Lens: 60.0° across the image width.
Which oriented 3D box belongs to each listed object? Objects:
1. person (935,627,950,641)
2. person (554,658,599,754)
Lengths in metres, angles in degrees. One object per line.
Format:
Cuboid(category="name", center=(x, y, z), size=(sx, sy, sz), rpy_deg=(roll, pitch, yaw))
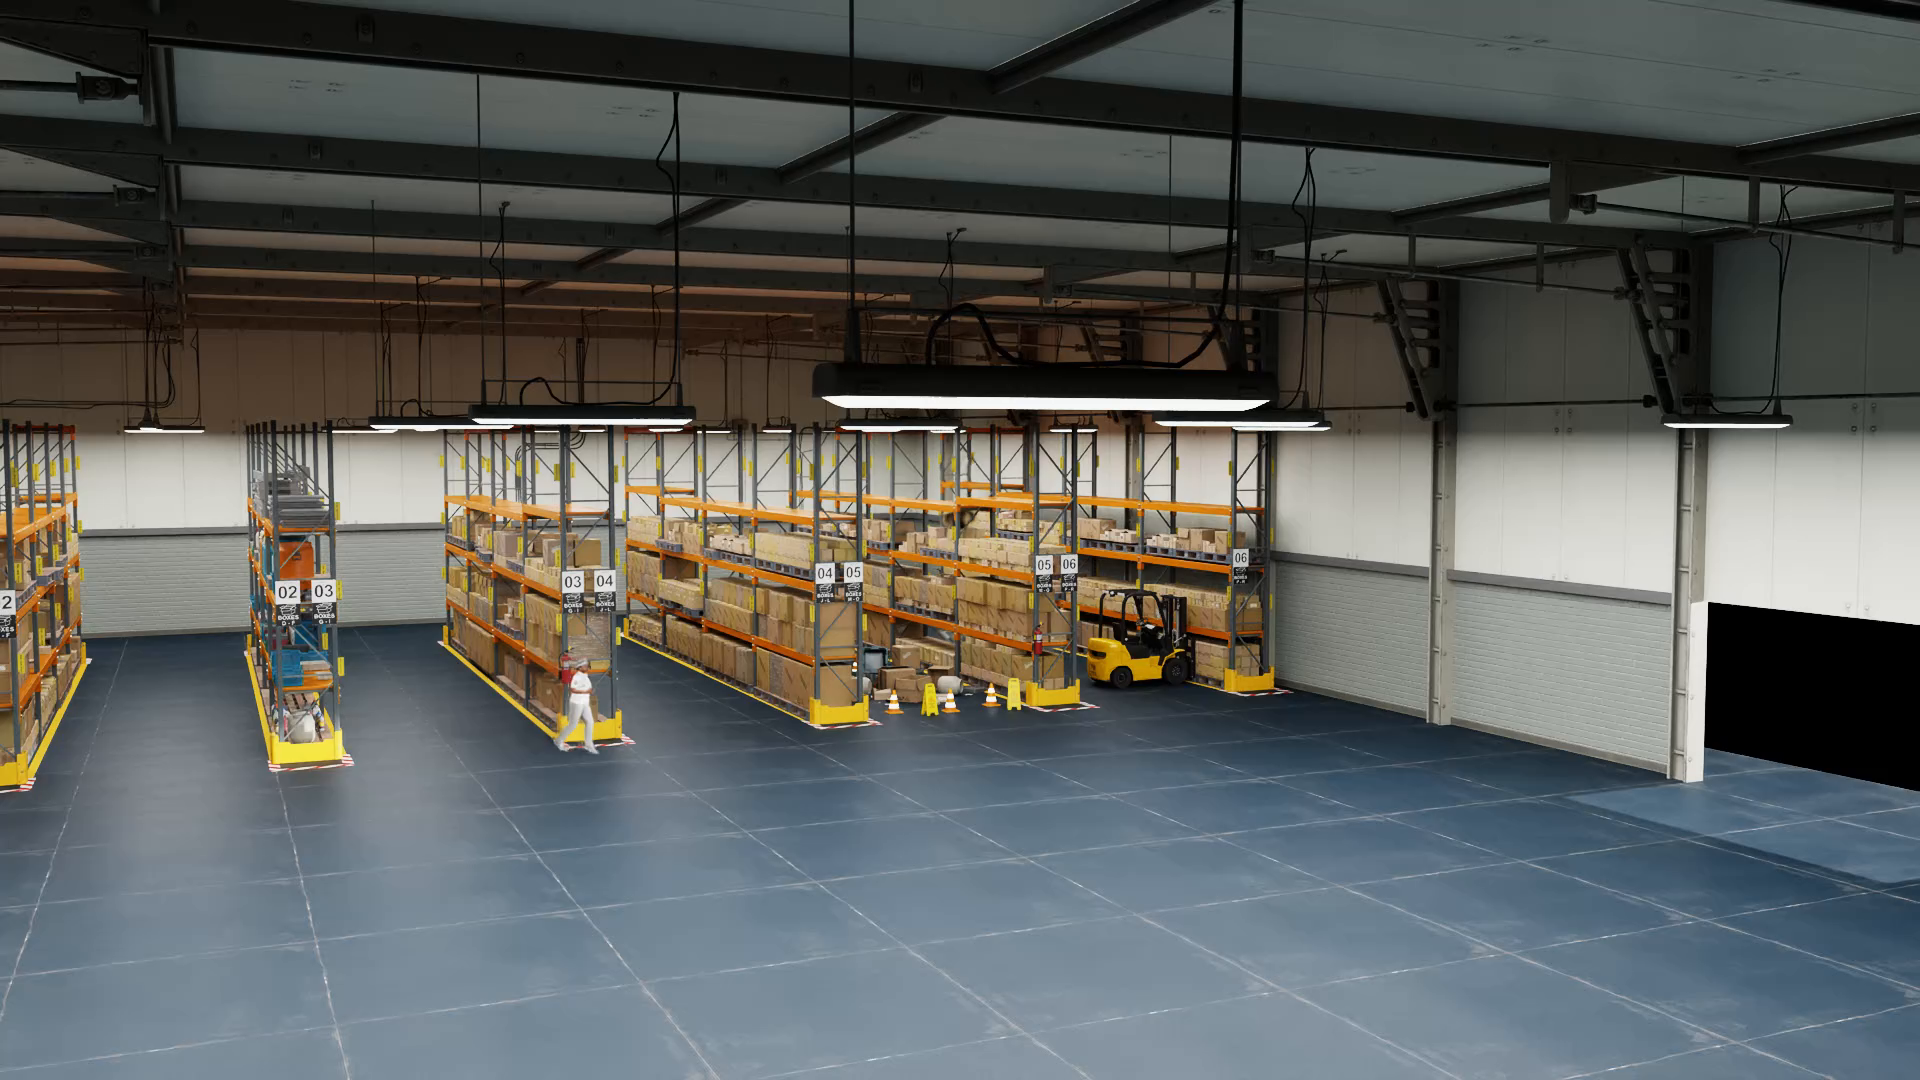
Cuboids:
Cuboid(category="person", center=(-0.427, 2.059, 44.658), size=(0.720, 1.746, 0.910), rpy_deg=(-2, 4, -27))
Cuboid(category="person", center=(-6.903, 2.991, 30.082), size=(0.835, 1.722, 0.570), rpy_deg=(1, 4, 14))
